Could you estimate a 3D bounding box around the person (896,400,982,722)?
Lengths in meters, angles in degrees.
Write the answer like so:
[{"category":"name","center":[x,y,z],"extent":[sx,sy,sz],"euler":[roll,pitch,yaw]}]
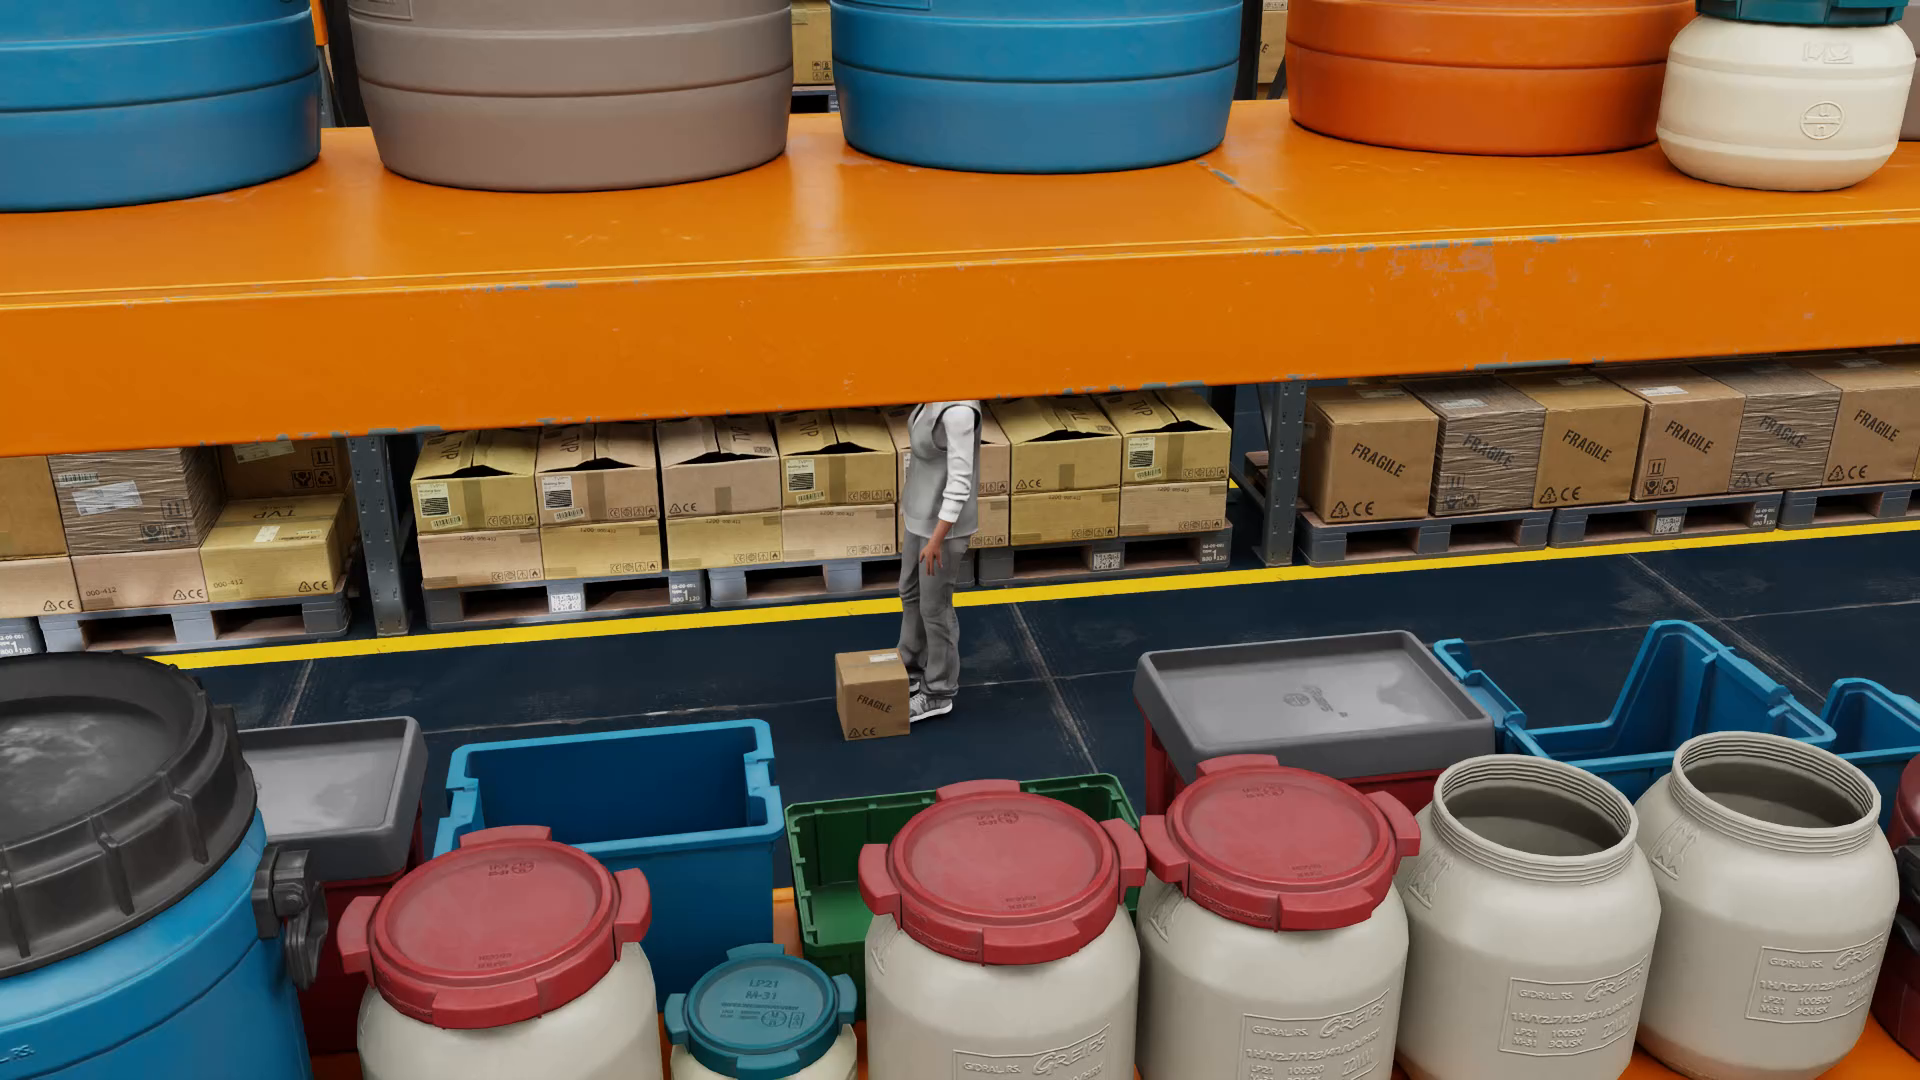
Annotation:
[{"category":"person","center":[-0.161,-0.056,6.216],"extent":[0.475,1.597,0.519],"euler":[-4,24,-9]}]
